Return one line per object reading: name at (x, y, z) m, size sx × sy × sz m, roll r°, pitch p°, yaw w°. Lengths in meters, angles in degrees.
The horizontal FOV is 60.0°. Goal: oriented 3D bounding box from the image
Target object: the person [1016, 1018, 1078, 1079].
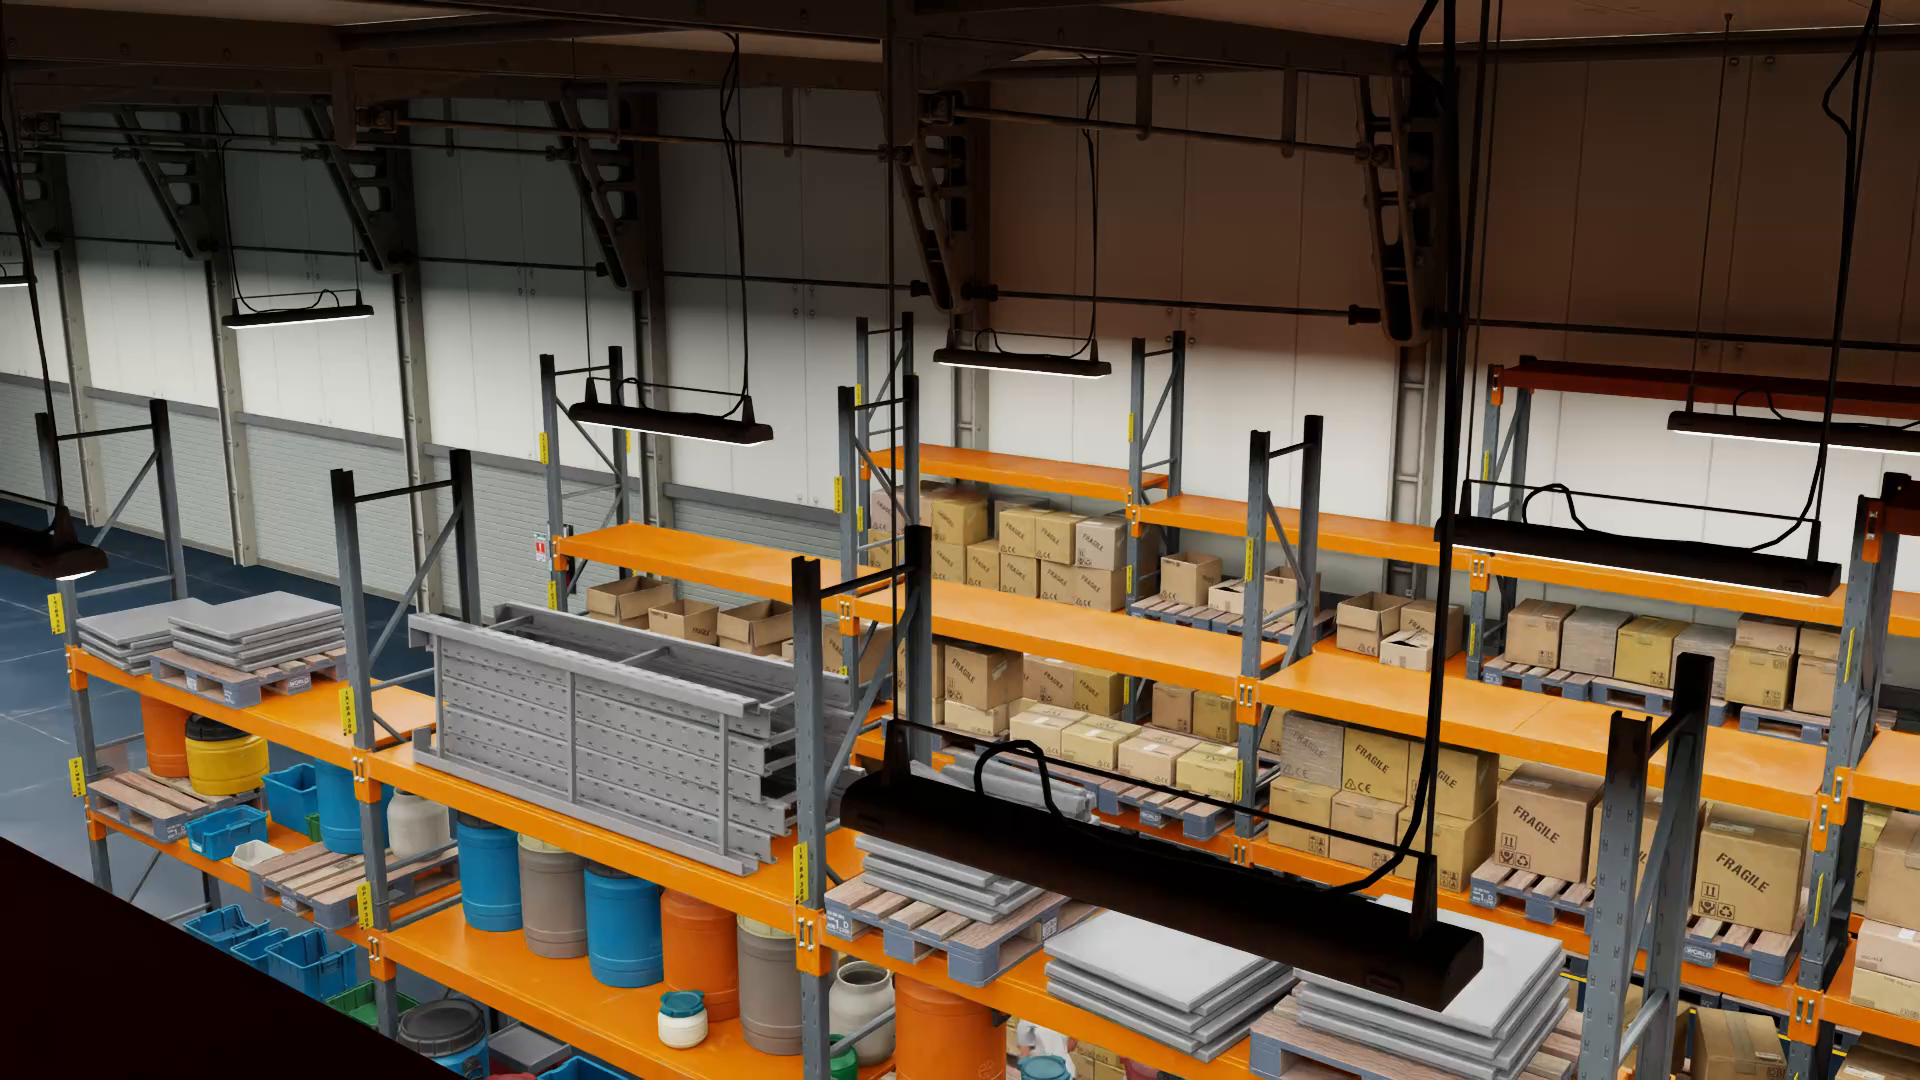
person at (0.698, 4.270, 13.151) m, size 0.625 × 1.688 × 0.697 m, roll 12°, pitch 18°, yaw 43°
